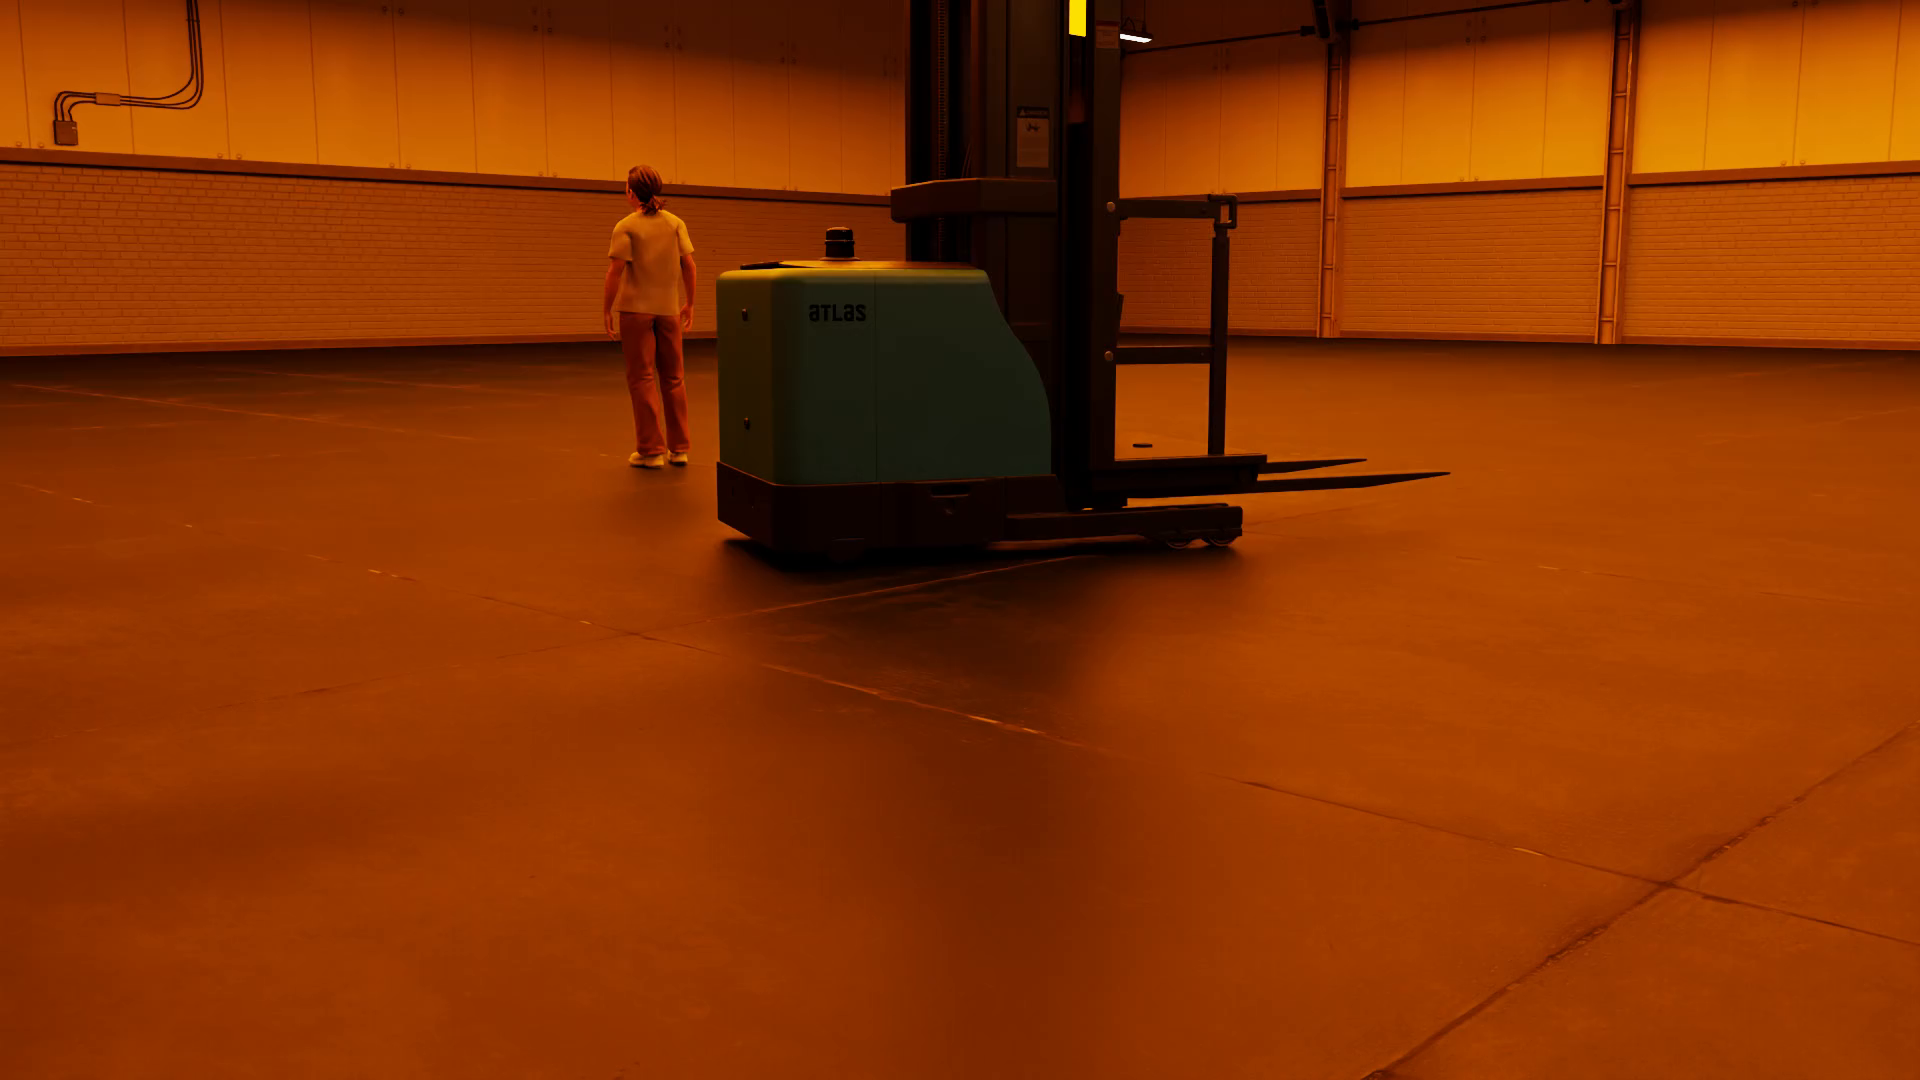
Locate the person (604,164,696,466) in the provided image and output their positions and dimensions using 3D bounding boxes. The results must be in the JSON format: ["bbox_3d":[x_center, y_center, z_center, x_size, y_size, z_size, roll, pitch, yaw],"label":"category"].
[{"bbox_3d":[-1.764,-1.253,9.367,0.554,1.673,0.548,-5,10,-30],"label":"person"}]

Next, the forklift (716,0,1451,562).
[{"bbox_3d":[0.579,-1.483,6.723,3.031,2.935,1.130,-3,9,-21],"label":"forklift"}]
